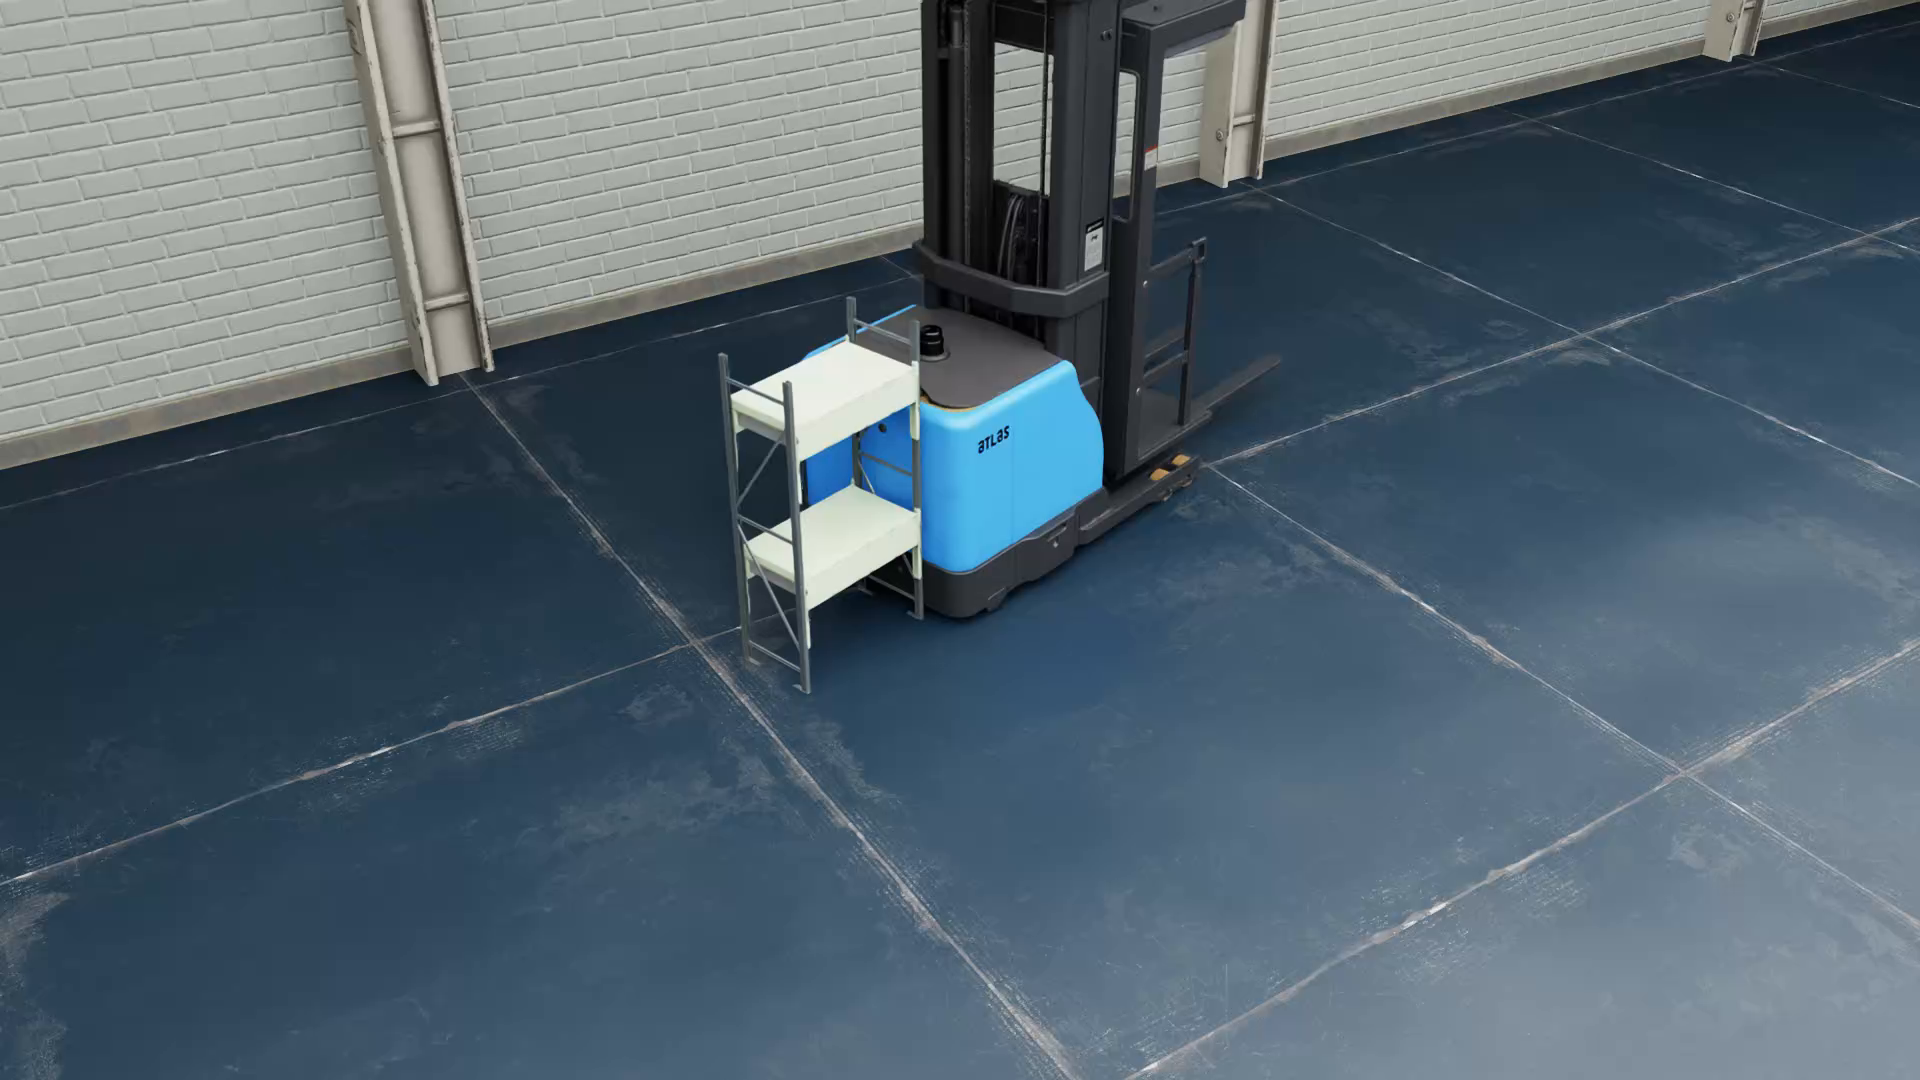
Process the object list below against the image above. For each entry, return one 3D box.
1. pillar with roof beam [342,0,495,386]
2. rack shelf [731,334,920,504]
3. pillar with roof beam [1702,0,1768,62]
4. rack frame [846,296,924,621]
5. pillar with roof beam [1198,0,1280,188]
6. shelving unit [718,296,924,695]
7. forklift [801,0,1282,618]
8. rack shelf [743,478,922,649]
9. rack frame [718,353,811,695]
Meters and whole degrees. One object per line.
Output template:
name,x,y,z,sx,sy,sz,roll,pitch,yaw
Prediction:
pillar with roof beam,-0.669,-2.895,4.405,0.400,9.000,9.100,-19,37,-27
rack shelf,-0.565,-0.516,6.931,0.431,0.370,0.720,25,40,33
pillar with roof beam,9.418,-6.364,9.904,0.400,9.000,9.100,-19,37,-27
rack frame,-0.327,-0.334,7.373,0.400,1.500,0.023,25,40,33
pillar with roof beam,4.375,-4.629,7.154,0.400,9.000,9.100,-19,37,-27
shelving unit,-0.565,-0.186,7.139,0.431,1.500,0.755,25,40,33
forklift,0.599,-1.596,8.033,1.130,2.935,3.031,25,40,34
rack shelf,-0.565,0.090,7.313,0.431,0.370,0.720,25,40,33
rack frame,-0.804,-0.038,6.904,0.400,1.500,0.023,25,40,33
